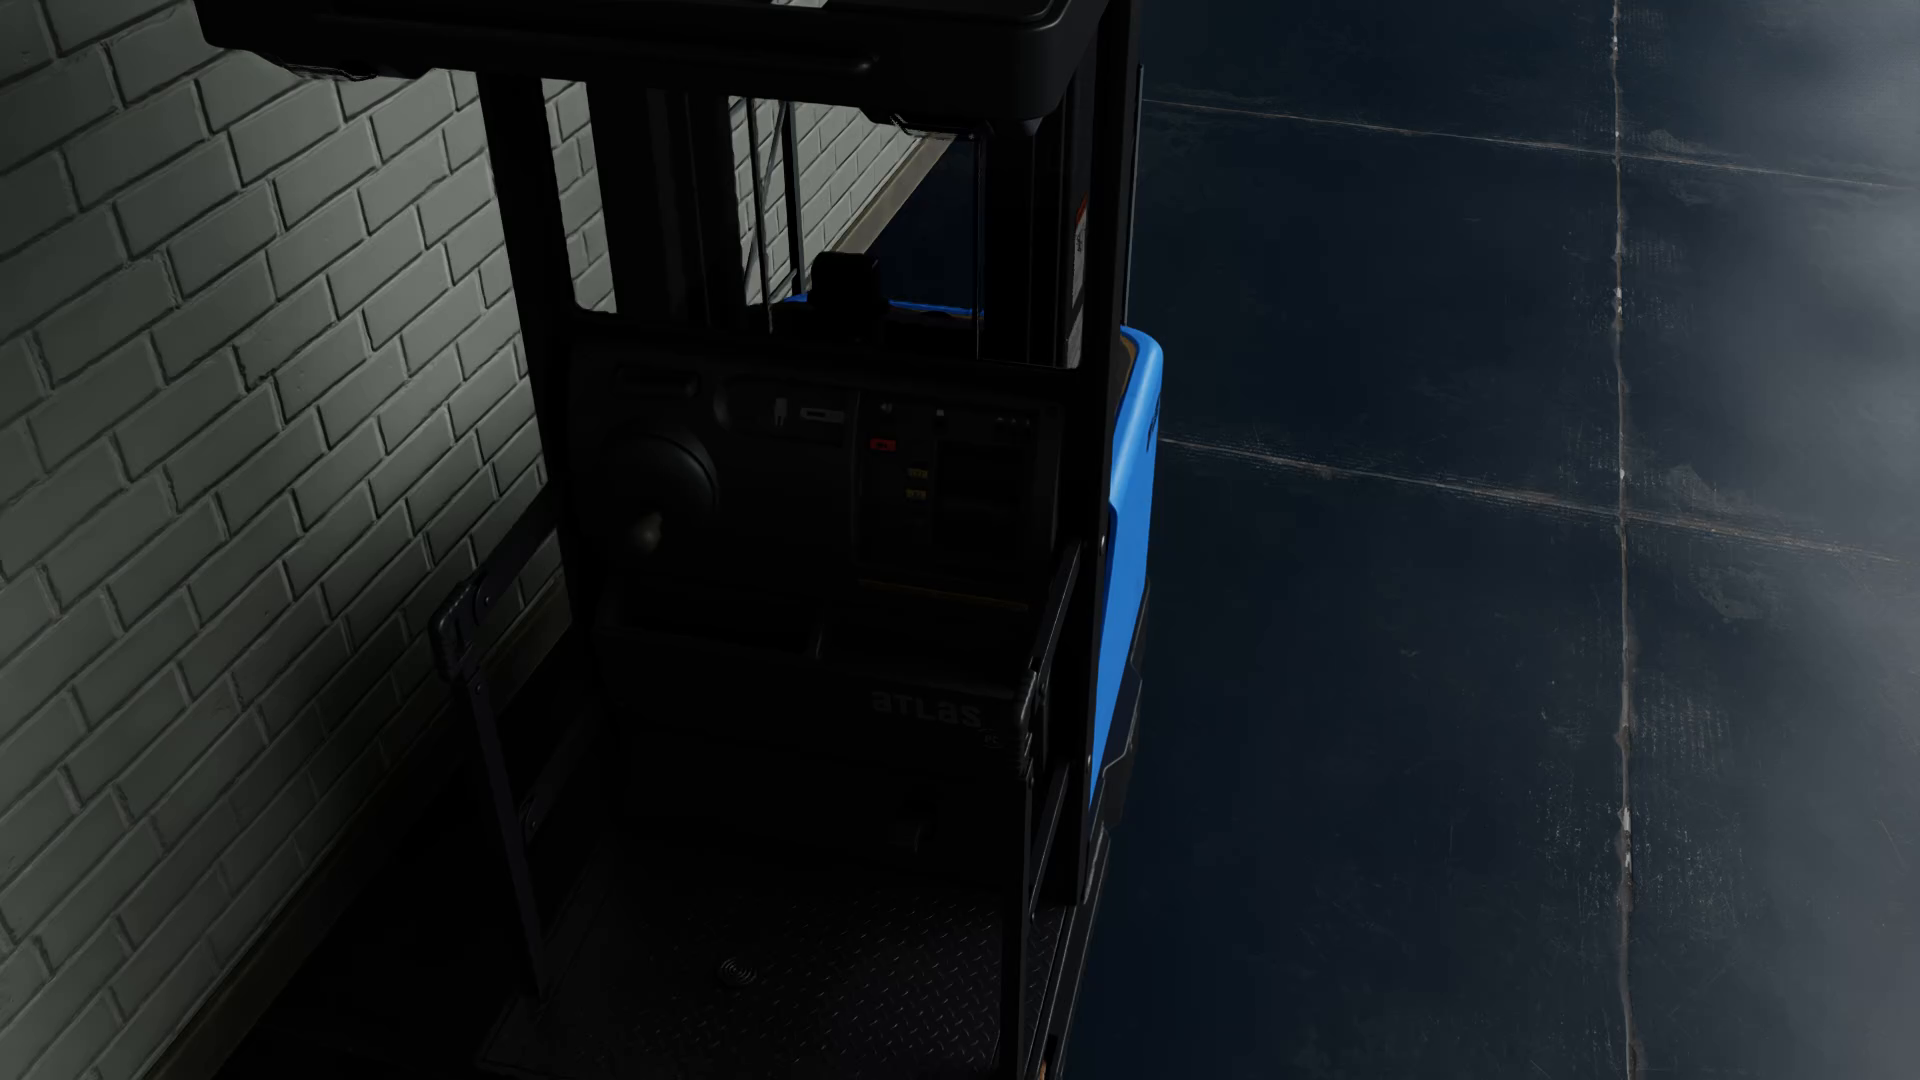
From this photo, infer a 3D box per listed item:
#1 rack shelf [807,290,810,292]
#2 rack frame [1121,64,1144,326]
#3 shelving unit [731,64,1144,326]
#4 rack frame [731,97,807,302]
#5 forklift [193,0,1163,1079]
[{"bbox_3d":[-0.081,-0.474,4.933,1.000,0.185,0.538,10,38,14],"label":"rack shelf"},{"bbox_3d":[0.404,-0.529,4.704,0.032,1.500,0.500,10,38,14],"label":"rack frame"},{"bbox_3d":[-0.081,-0.619,4.826,1.048,1.500,0.538,10,38,14],"label":"shelving unit"},{"bbox_3d":[-0.567,-0.709,4.948,0.032,1.500,0.500,10,38,14],"label":"rack frame"},{"bbox_3d":[-0.322,-0.063,2.863,1.130,2.935,3.031,8,37,11],"label":"forklift"}]
